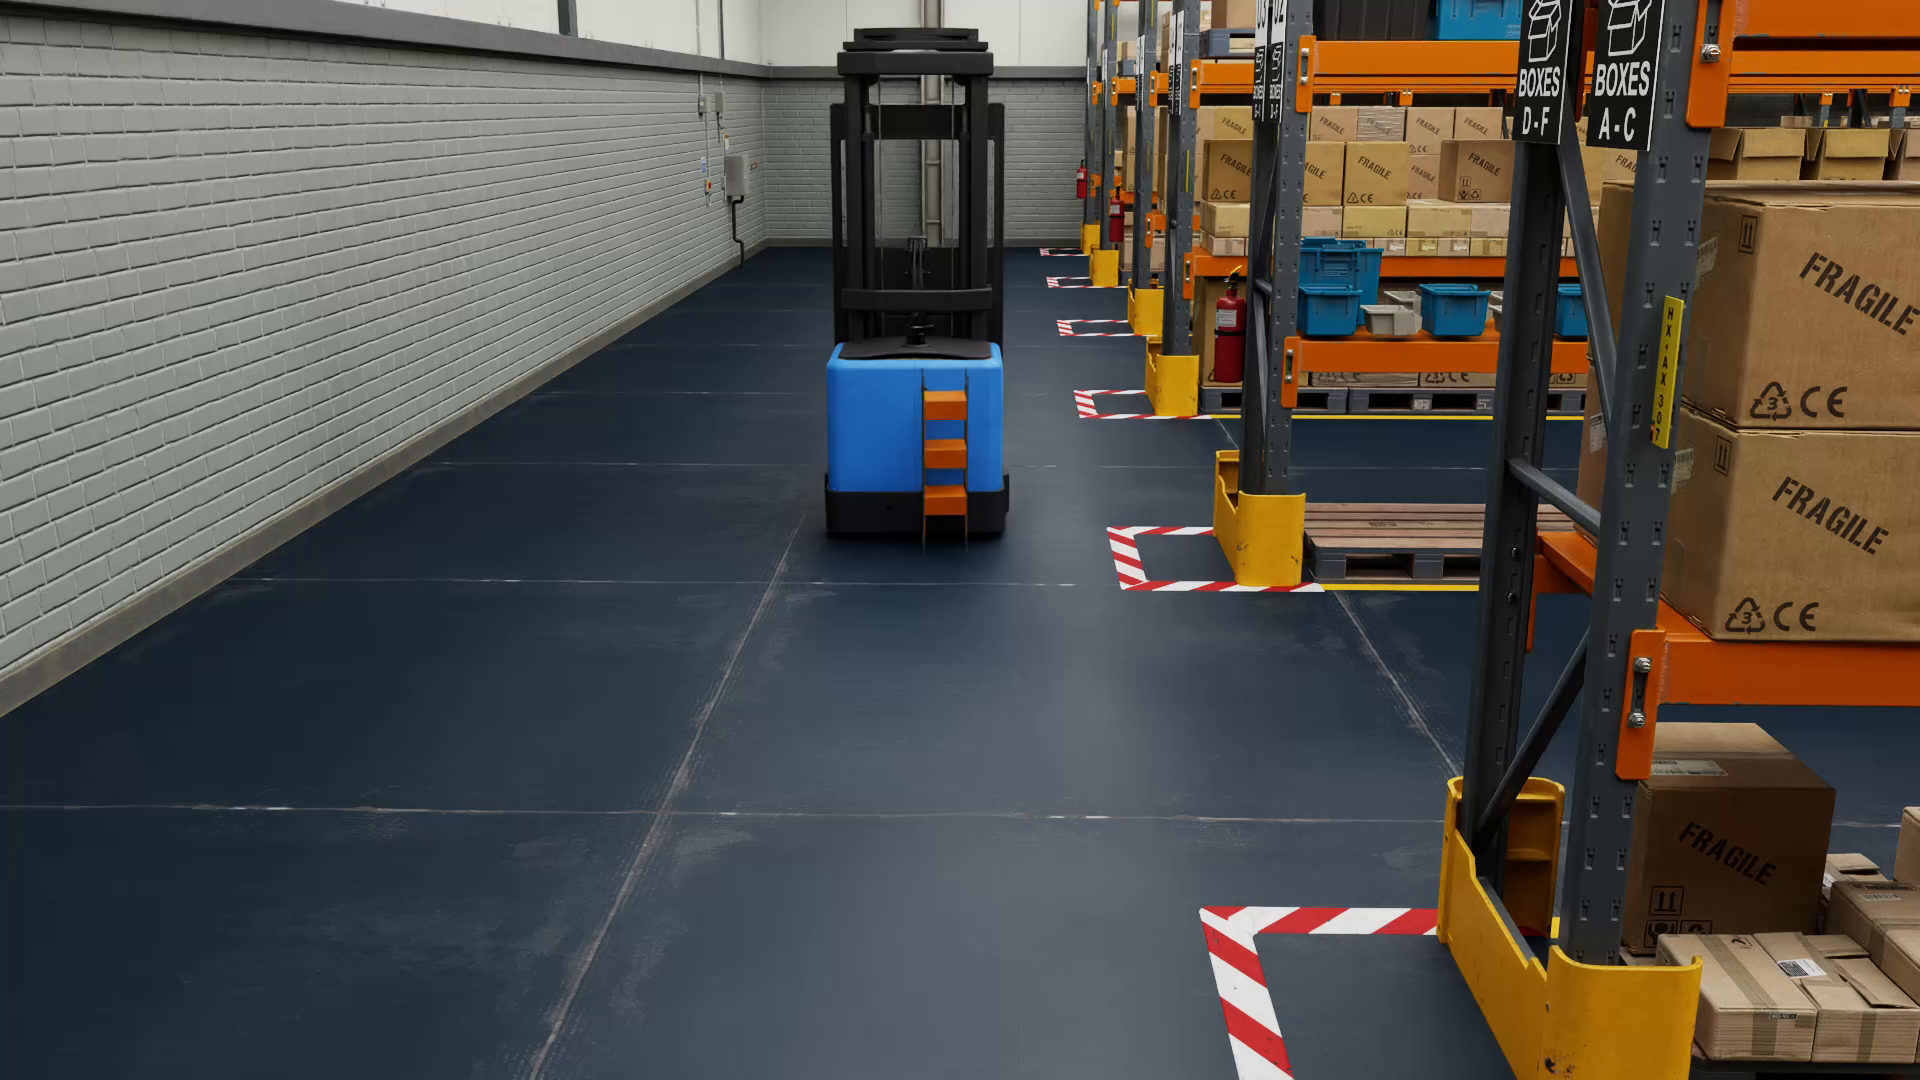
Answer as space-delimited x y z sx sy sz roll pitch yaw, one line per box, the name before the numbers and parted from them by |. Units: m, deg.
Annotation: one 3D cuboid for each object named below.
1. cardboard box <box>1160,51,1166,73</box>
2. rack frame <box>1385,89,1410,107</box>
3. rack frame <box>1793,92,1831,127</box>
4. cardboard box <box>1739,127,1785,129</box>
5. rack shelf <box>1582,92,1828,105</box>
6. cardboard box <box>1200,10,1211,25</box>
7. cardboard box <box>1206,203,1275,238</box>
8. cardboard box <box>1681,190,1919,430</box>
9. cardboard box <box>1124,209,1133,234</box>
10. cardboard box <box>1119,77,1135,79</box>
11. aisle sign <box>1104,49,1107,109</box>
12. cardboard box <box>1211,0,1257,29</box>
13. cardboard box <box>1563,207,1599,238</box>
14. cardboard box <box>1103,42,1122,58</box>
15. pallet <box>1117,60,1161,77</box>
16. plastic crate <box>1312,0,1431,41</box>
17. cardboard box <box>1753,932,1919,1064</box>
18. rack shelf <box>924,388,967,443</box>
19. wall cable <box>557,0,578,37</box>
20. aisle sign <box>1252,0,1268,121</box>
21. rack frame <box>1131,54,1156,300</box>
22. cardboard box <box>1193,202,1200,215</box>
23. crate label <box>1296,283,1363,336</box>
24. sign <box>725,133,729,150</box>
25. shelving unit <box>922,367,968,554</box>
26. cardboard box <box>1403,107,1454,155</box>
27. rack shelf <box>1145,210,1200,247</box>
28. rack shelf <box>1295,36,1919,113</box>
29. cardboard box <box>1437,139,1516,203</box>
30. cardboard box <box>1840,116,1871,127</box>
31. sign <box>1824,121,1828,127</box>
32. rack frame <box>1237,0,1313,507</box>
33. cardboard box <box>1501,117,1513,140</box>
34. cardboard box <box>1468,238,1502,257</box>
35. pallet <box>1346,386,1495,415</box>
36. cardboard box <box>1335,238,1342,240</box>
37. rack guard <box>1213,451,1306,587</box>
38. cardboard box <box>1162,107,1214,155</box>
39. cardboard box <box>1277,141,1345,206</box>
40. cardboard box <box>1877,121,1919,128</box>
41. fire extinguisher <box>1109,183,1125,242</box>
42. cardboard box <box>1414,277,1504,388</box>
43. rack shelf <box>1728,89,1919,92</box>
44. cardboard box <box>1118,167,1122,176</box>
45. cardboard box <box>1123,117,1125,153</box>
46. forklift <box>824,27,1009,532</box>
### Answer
cardboard box | 2.514 -5.322 18.545 0.500 0.250 0.500 0 15 0
rack frame | 6.076 -5.116 23.353 0.127 3.000 1.000 0 15 1
rack frame | 14.197 -6.330 27.953 0.127 3.000 1.000 0 15 1
cardboard box | 11.040 -5.422 22.909 0.500 0.500 0.500 1 15 4
rack shelf | 12.198 -7.446 27.712 4.000 0.370 1.077 0 15 1
cardboard box | 2.625 -5.625 17.934 0.250 0.149 0.380 1 15 4
cardboard box | 2.298 -2.615 13.581 0.500 0.250 0.500 0 15 0
cardboard box | 2.005 -0.551 3.891 0.500 0.500 0.500 1 15 3
cardboard box | 2.810 -5.376 28.408 0.637 0.503 0.797 0 15 -1
cardboard box | 2.776 -7.681 27.685 0.250 0.149 0.380 1 15 2
aisle sign | 1.998 -6.326 22.841 0.004 0.787 0.394 0 15 1
cardboard box | 2.346 -4.376 13.450 0.500 0.500 0.700 -1 15 -2
cardboard box | 4.858 -2.599 13.523 0.500 0.250 0.500 1 15 3
cardboard box | 2.638 -8.105 27.531 0.500 0.250 0.500 0 15 1
pallet | 2.820 -6.548 23.072 1.213 0.211 1.003 0 15 1
plastic crate | 2.076 -2.666 8.440 0.590 0.269 0.497 0 15 1
cardboard box | 2.228 1.160 4.254 0.250 0.166 0.380 0 15 1
rack shelf | -0.086 -0.702 9.339 0.240 0.259 0.215 -1 21 -3
wall cable | -3.740 -7.987 16.168 0.120 5.999 2.277 0 15 1
aisle sign | 1.634 -2.684 9.038 0.004 0.787 0.394 0 15 1
rack frame | 2.052 -3.879 18.664 0.127 3.000 1.000 0 15 1
cardboard box | 2.623 -3.681 18.405 0.250 0.149 0.380 1 15 3
crate label | 1.937 -1.215 8.774 0.303 0.233 0.416 0 15 1
sign | -3.569 -6.095 25.441 0.001 0.242 0.339 0 15 1
shelving unit | -0.087 -0.447 9.437 0.252 1.050 0.215 -1 21 -3
cardboard box | 5.057 -4.465 18.145 0.500 0.500 0.500 0 15 0
rack shelf | 4.052 -3.519 18.707 4.000 0.370 1.077 0 15 1
rack shelf | 3.698 -2.442 8.745 4.000 0.370 1.077 0 15 1
cardboard box | 4.339 -3.099 13.946 0.500 0.500 0.500 0 15 0
cardboard box | 12.524 -5.847 23.249 0.250 0.149 0.380 1 15 5
sign | 14.193 -6.713 27.291 0.005 0.325 0.100 0 15 1
rack frame | 1.698 -1.352 9.085 0.127 3.000 1.000 0 15 1
cardboard box | 7.520 -5.572 22.923 0.500 0.500 0.500 0 15 0
cardboard box | 4.225 -2.394 13.528 0.250 0.149 0.380 0 15 1
pallet | 3.842 -1.273 14.251 1.213 0.211 1.003 0 15 1
cardboard box | 2.944 -2.403 13.561 0.250 0.149 0.380 0 15 1
rack guard | 1.674 -0.140 9.392 0.348 0.500 1.175 0 15 1
cardboard box | 2.494 -4.484 18.218 0.500 0.500 0.500 0 15 1
cardboard box | 2.797 -2.974 13.473 0.500 0.500 0.500 0 15 0
cardboard box | 10.498 -4.354 18.306 0.500 0.500 0.700 0 15 1
fire extinguisher | 1.812 -3.781 19.174 0.183 0.674 0.296 0 15 1
cardboard box | 4.266 -1.795 14.107 0.875 0.875 0.875 0 15 1
rack shelf | 12.075 -6.180 22.914 4.000 0.370 1.077 0 15 1
cardboard box | 2.778 -6.225 28.047 0.250 0.149 0.380 1 15 3
cardboard box | 2.566 -5.732 23.529 0.500 0.500 0.500 1 15 3
forklift | -0.265 -1.780 10.841 1.130 2.935 3.031 0 15 0
